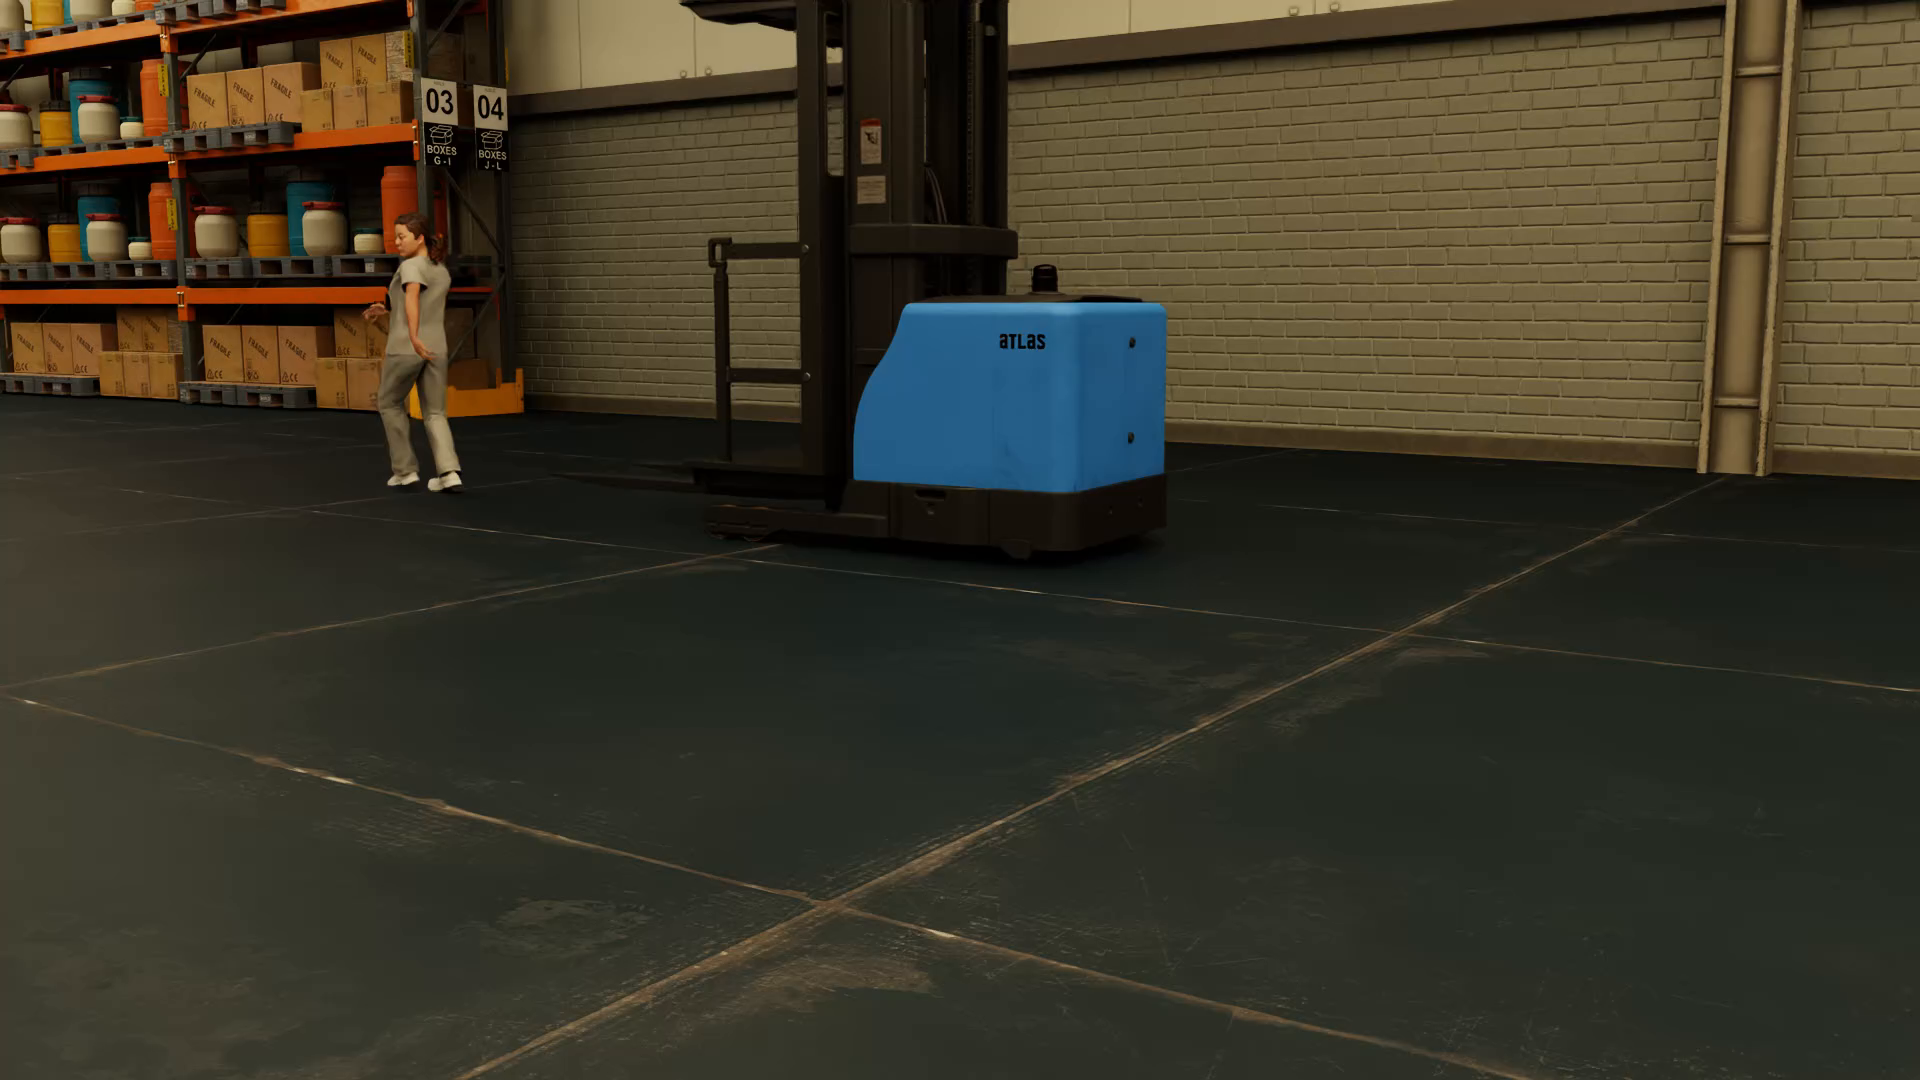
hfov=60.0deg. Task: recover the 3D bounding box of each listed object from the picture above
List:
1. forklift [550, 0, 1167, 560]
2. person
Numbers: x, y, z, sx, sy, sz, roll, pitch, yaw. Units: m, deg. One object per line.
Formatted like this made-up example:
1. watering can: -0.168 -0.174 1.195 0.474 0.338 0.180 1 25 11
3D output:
1. forklift: -0.596 -1.498 7.724 3.031 2.935 1.130 5 9 30
2. person: -3.143 -1.072 9.604 0.900 1.619 0.461 7 11 43
